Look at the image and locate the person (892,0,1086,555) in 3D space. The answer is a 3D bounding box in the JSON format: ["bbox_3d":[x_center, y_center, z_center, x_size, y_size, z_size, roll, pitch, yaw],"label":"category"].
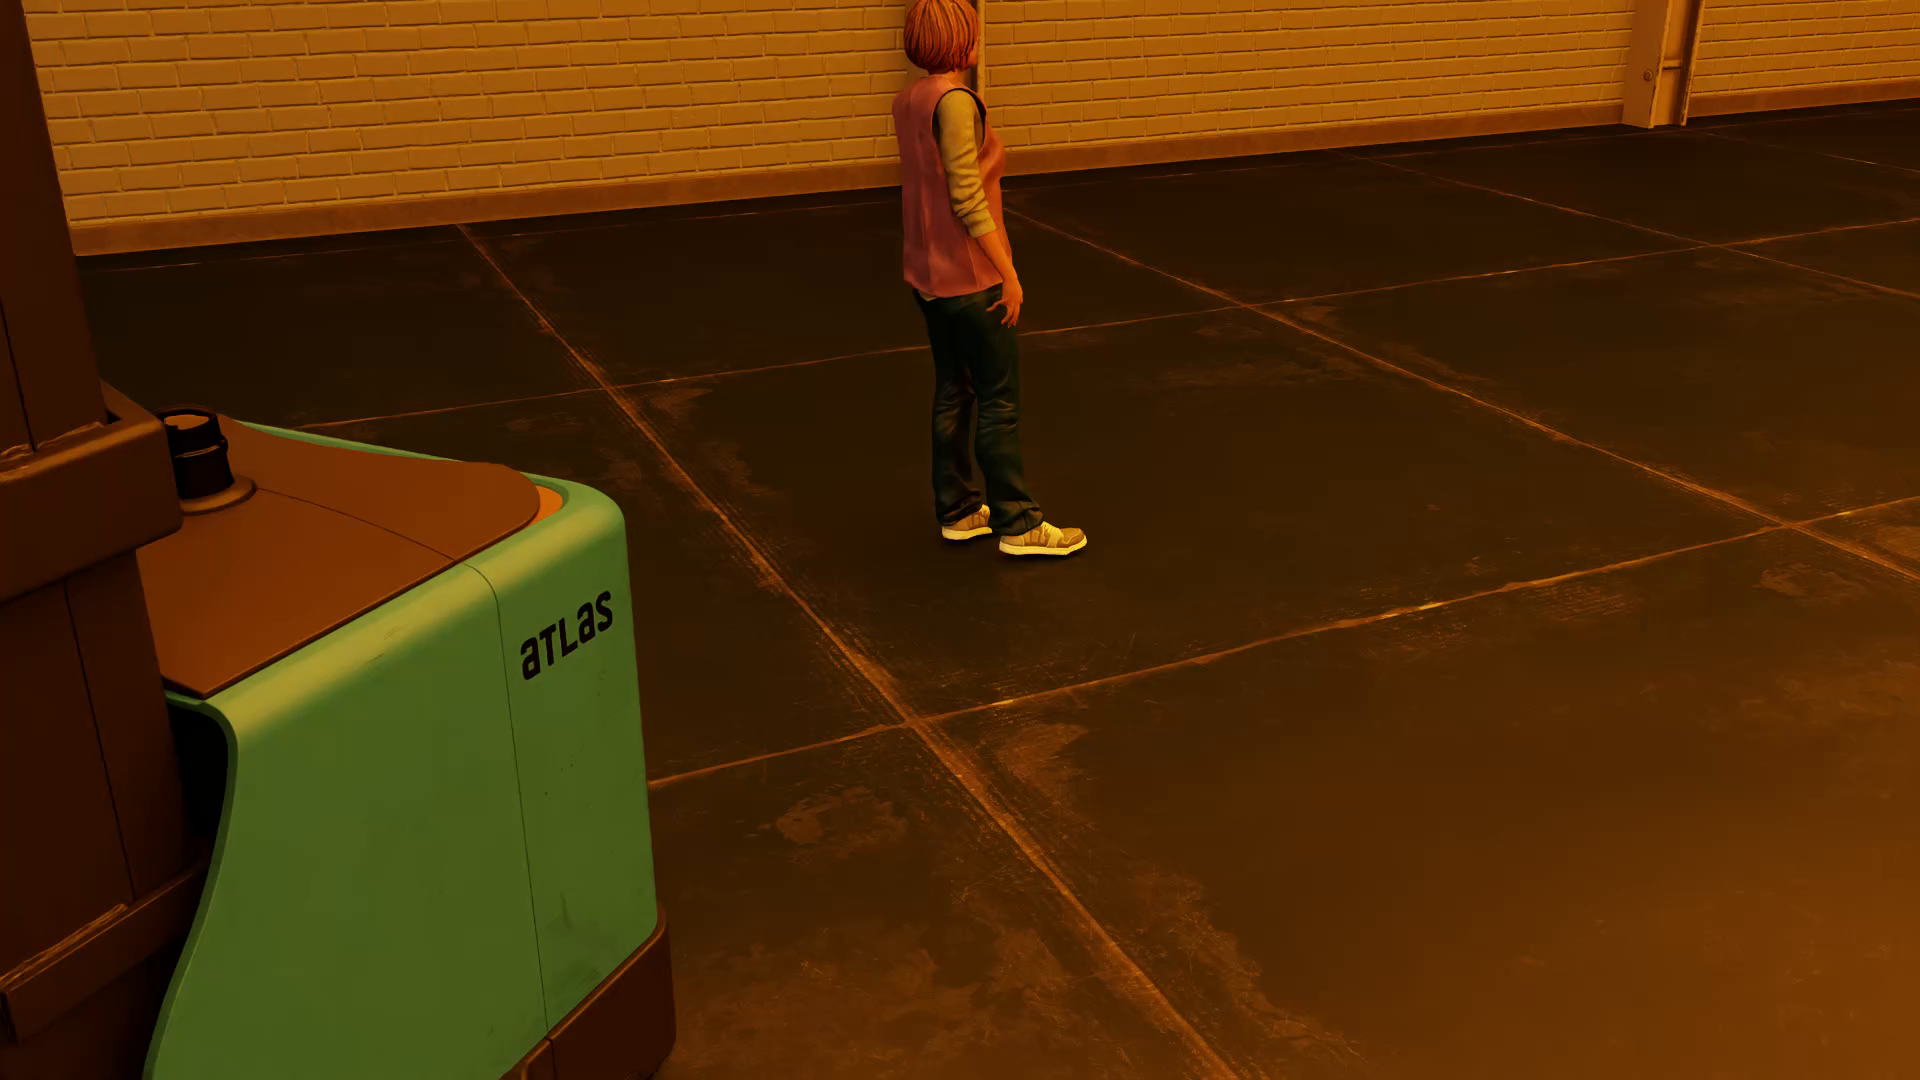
[{"bbox_3d":[0.074,-0.751,4.816,0.473,1.599,0.521,-10,25,-23],"label":"person"}]

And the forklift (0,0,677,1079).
[{"bbox_3d":[-1.567,-0.007,1.302,1.130,2.935,3.031,10,25,23],"label":"forklift"}]
